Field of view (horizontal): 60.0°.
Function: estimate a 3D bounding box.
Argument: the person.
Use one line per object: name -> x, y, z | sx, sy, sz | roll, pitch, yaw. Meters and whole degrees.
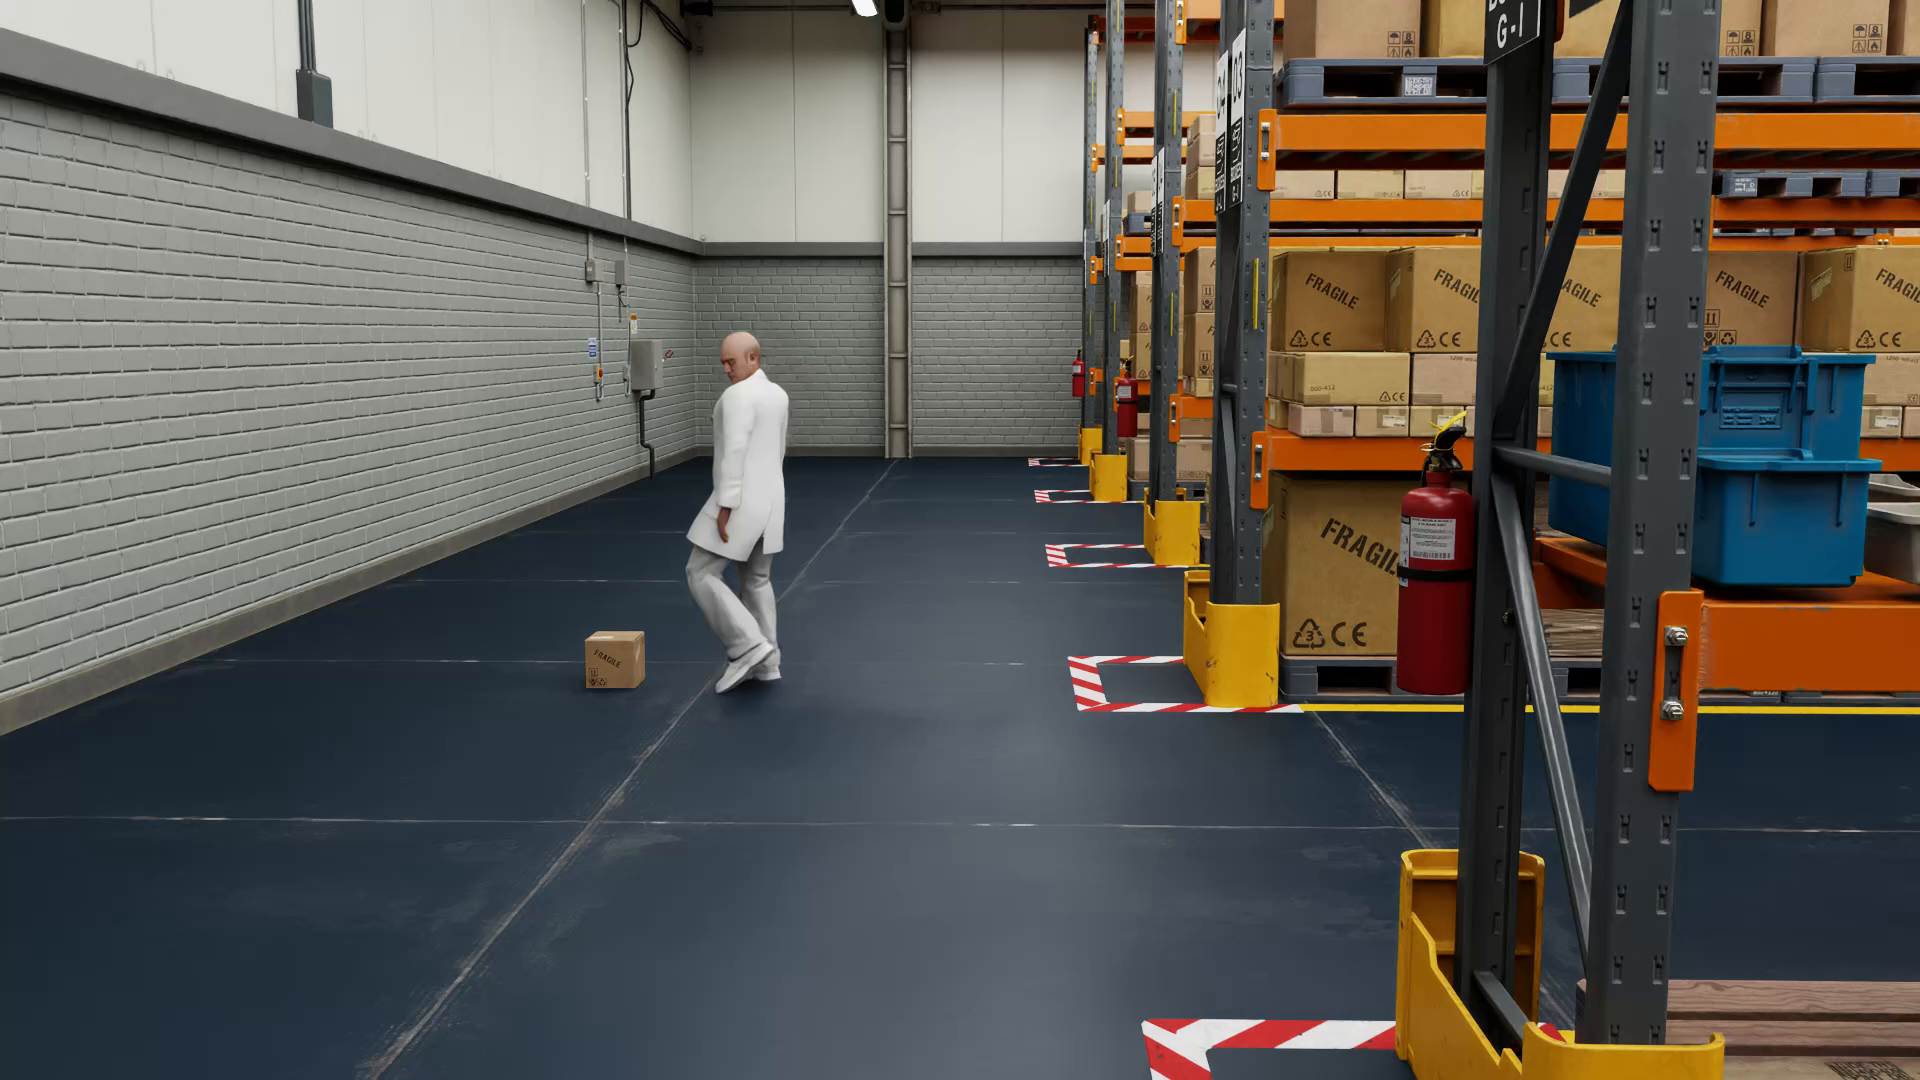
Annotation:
person -> -1.072, -0.082, 8.385 | 0.499, 1.661, 0.657 | 4, 8, 30
